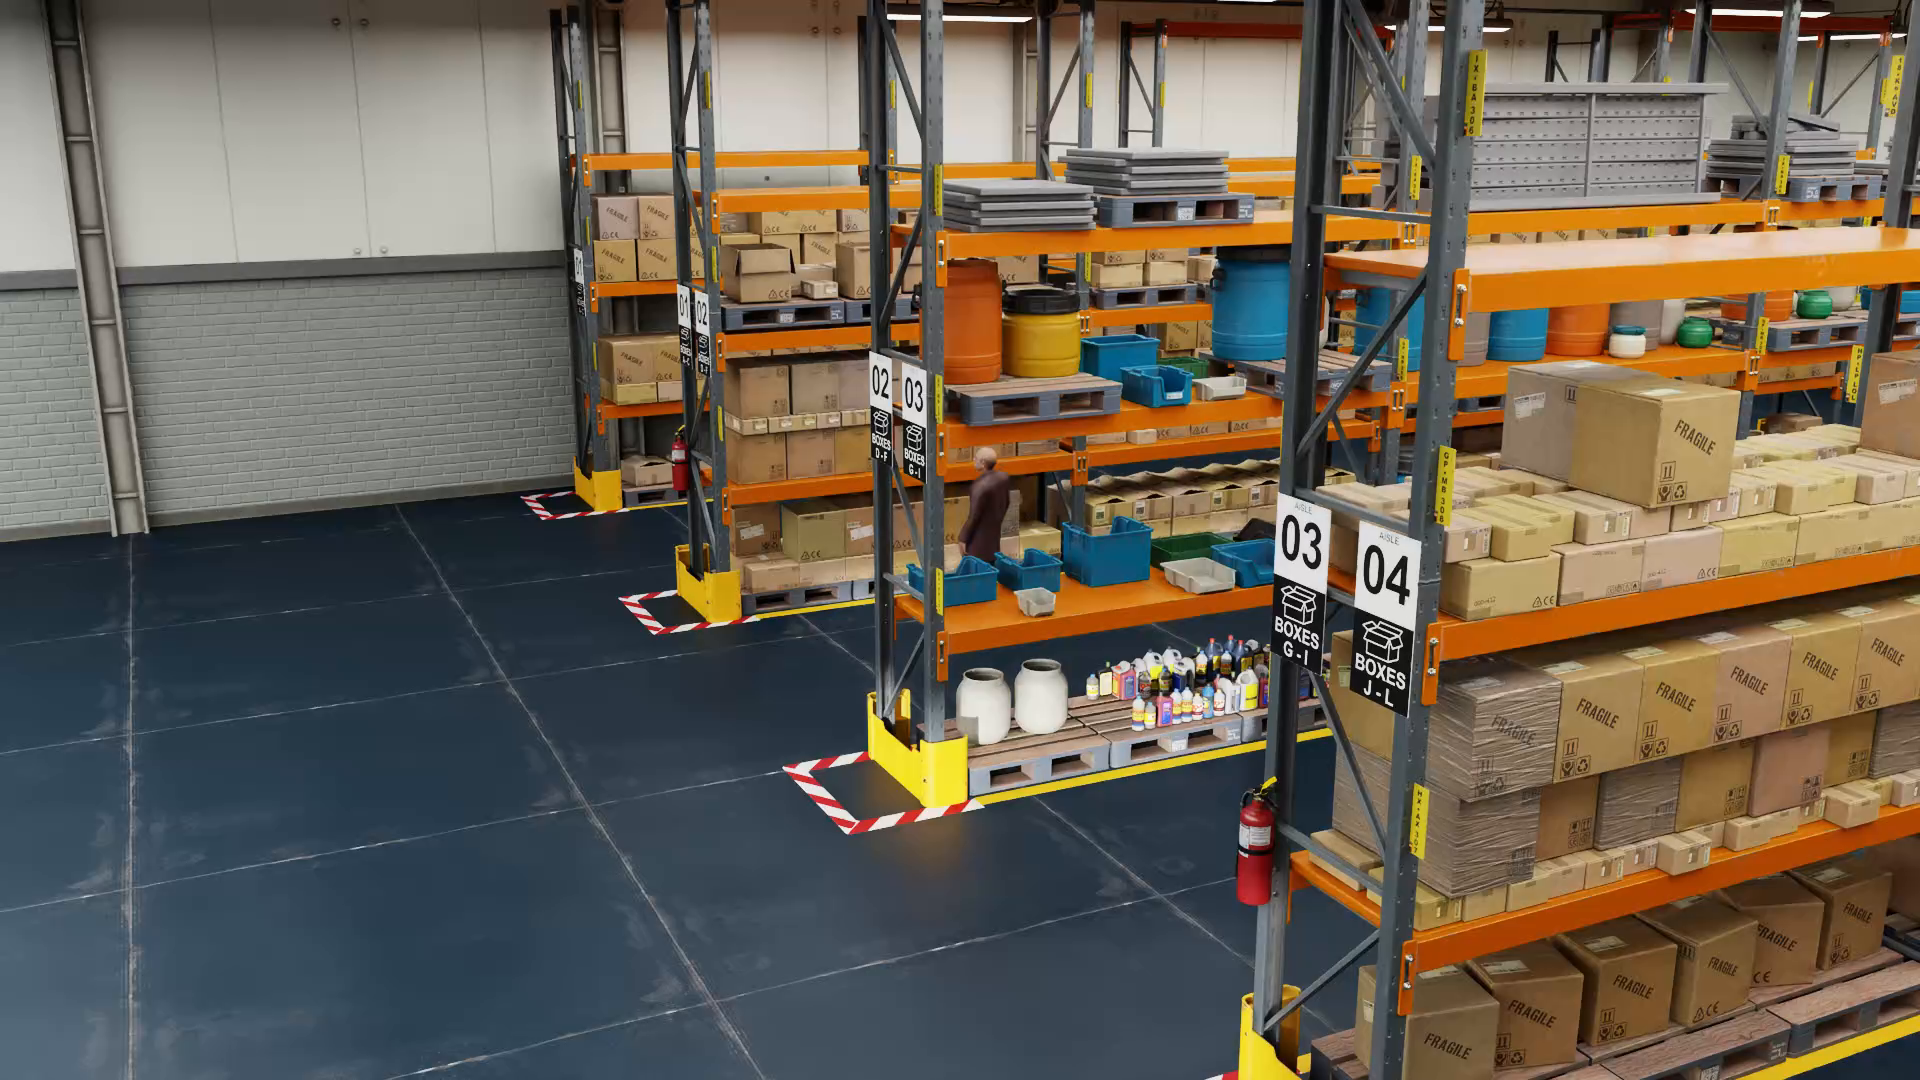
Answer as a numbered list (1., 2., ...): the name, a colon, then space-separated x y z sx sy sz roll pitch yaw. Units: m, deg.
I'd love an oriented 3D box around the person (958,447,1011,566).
1. person: 0.137 -0.047 16.051 0.582 1.776 0.693 9 18 31
